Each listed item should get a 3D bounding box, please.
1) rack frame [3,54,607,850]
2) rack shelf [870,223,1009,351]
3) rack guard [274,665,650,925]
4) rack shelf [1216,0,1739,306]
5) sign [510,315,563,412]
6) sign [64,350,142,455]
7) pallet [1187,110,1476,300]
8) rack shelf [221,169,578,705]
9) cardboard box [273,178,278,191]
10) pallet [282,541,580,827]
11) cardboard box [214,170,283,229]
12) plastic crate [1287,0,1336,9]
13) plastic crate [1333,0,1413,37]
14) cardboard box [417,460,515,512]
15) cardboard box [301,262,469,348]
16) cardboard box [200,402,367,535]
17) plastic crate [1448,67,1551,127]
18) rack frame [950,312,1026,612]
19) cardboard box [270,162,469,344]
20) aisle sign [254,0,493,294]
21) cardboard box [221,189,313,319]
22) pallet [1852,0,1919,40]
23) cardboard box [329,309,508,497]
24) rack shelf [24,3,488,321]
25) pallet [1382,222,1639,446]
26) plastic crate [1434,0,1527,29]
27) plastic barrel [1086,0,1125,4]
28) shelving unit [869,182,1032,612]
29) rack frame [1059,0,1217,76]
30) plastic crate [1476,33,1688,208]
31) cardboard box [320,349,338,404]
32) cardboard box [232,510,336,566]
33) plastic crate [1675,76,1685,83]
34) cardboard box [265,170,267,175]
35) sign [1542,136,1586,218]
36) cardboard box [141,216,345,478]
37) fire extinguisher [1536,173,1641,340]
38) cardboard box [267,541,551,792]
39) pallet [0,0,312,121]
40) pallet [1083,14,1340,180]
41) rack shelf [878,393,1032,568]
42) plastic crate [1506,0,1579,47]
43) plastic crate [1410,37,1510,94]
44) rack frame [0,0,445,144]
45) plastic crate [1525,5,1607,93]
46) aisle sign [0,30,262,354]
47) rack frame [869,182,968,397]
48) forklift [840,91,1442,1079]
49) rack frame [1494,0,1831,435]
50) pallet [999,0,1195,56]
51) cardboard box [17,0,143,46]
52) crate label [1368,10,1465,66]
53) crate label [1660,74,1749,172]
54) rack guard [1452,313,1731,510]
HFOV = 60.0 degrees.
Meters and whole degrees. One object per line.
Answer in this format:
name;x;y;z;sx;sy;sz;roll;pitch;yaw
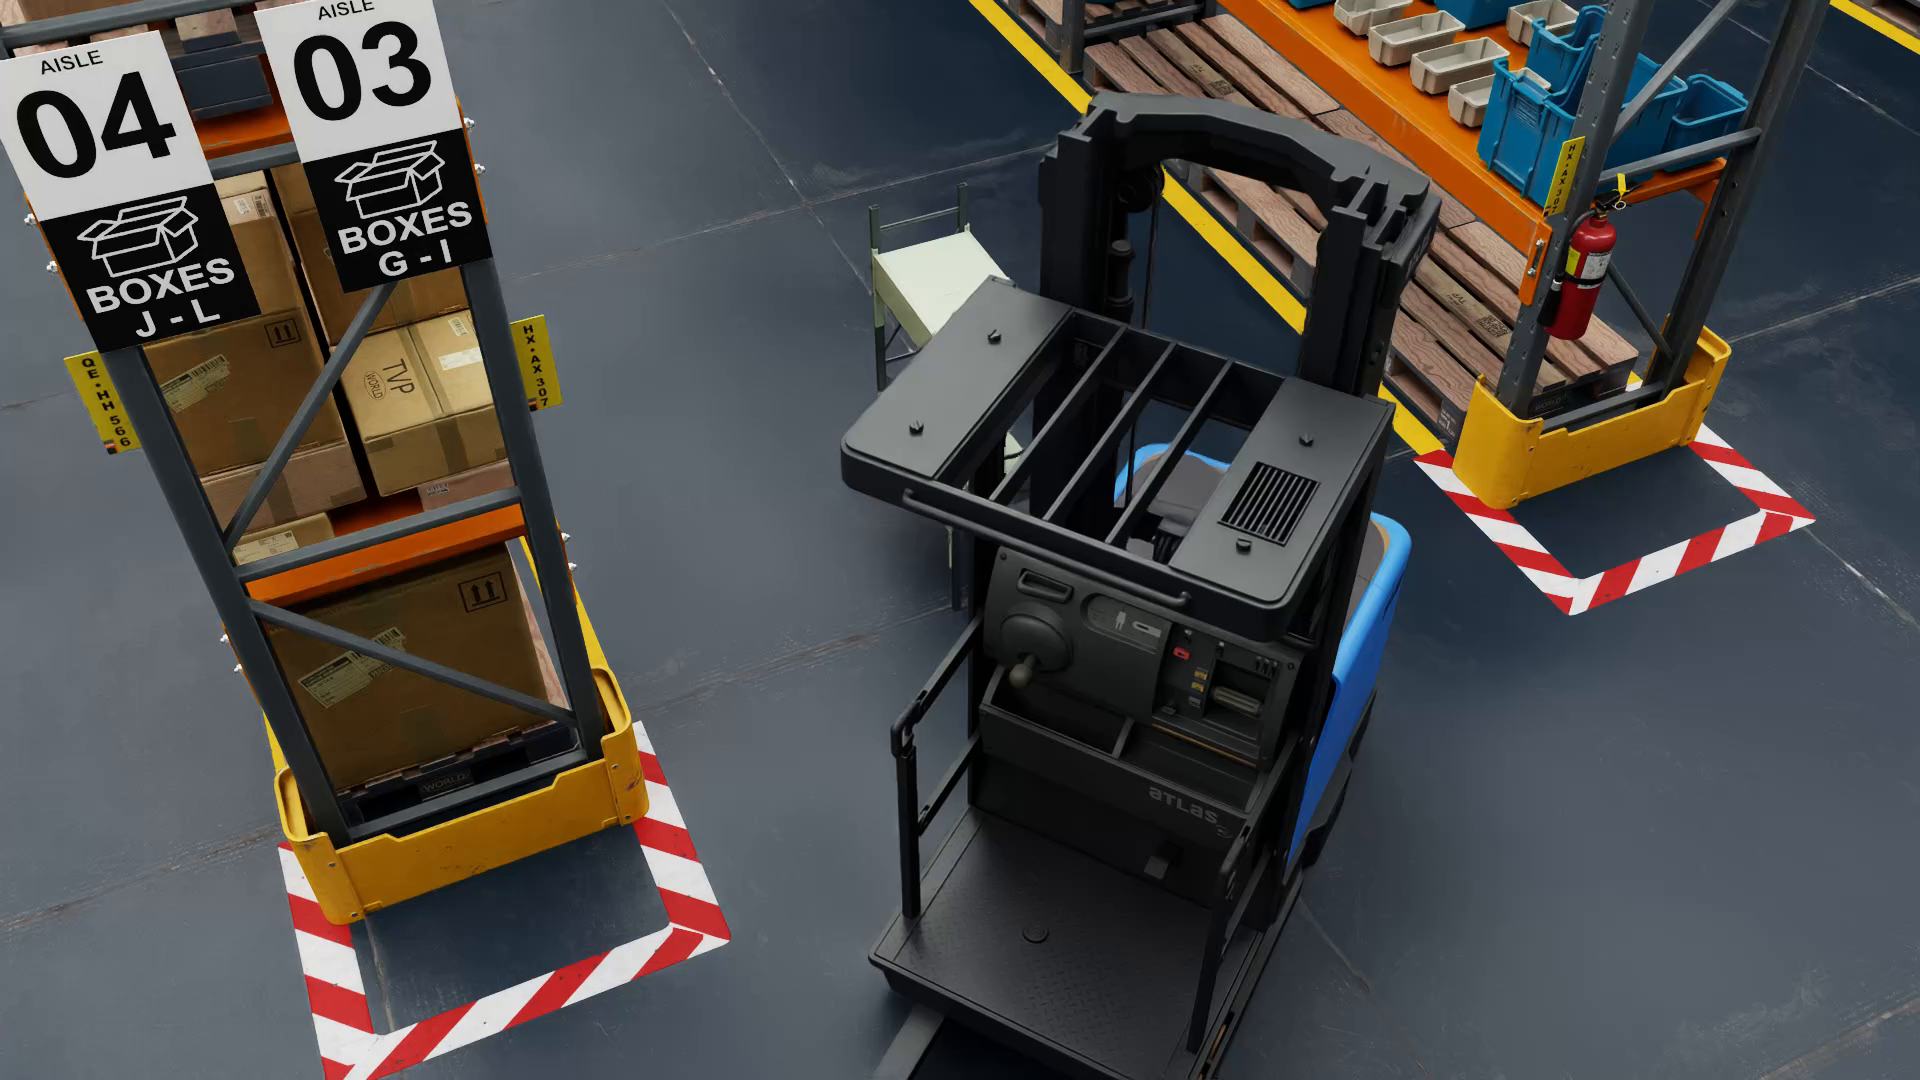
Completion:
rack frame;-1.734;-0.013;4.997;1.000;3.000;0.127;-18;47;-17
rack shelf;-0.003;-0.816;6.322;0.431;0.370;0.720;-18;47;-17
rack guard;-1.724;0.892;5.859;1.175;0.500;0.348;-18;47;-17
rack shelf;1.919;-2.495;8.024;1.077;0.370;4.000;-18;47;-17
sign;-1.228;-0.510;4.827;0.100;0.325;0.005;-18;47;-17
sign;-2.233;-0.359;4.354;0.100;0.325;0.005;-18;47;-17
pallet;1.939;-1.797;8.790;1.003;0.211;1.213;-18;47;-17
rack shelf;-2.575;-1.032;6.541;1.077;0.370;4.000;-18;47;-17
cardboard box;-2.125;-1.366;5.728;0.500;0.500;0.500;-19;48;-18
pallet;-2.142;0.493;6.469;1.003;0.211;1.213;-18;47;-17
cardboard box;-2.829;-1.275;6.170;0.500;0.250;0.500;-18;47;-17
plastic crate;1.663;-2.671;7.767;0.416;0.233;0.300;-18;47;-17
plastic crate;1.863;-2.412;7.573;0.298;0.136;0.250;-18;47;-17
cardboard box;-1.584;-0.248;5.413;0.380;0.149;0.250;-18;47;-17
cardboard box;-1.916;-0.781;5.670;0.500;0.250;0.500;-19;48;-18
cardboard box;-2.179;-0.296;5.179;0.500;0.250;0.500;-19;48;-18
plastic crate;2.252;-1.870;7.023;0.396;0.136;0.243;-18;47;-17
rack frame;0.151;-0.305;6.360;0.400;1.500;0.023;-18;47;-17
cardboard box;-1.901;-1.037;5.395;0.500;0.500;0.500;-19;48;-18
aisle sign;-1.432;-0.982;4.127;0.394;0.787;0.004;-18;47;-17
cardboard box;-2.606;-0.944;5.835;0.500;0.250;0.500;-20;48;-19
pallet;6.378;-3.276;10.289;1.003;0.211;1.213;-18;47;-17
cardboard box;-1.691;-0.452;5.336;0.500;0.250;0.500;-19;48;-18
rack shelf;-2.575;-2.100;5.488;1.077;0.370;4.000;-18;47;-17
pallet;2.448;-1.021;8.003;1.003;0.211;1.213;-18;47;-17
plastic crate;2.401;-2.532;7.625;0.416;0.233;0.300;-18;47;-17
plastic barrel;0.864;-3.779;10.009;0.600;0.901;0.708;-18;47;-17
shelving unit;-0.003;-0.538;6.596;0.431;1.500;0.755;-18;47;-17
rack frame;1.078;-4.025;9.063;1.000;3.000;0.127;-18;47;-17
plastic crate;2.449;-1.668;6.606;0.616;0.435;0.499;-18;47;-17
cardboard box;-2.392;-0.620;5.506;0.500;0.250;0.500;-19;48;-18
cardboard box;-2.183;-0.054;5.216;0.380;0.149;0.250;-17;47;-17
plastic crate;2.895;-1.887;7.041;0.250;0.136;0.298;-18;47;-17
cardboard box;-3.029;-1.591;6.491;0.500;0.250;0.500;-17;47;-16
sign;2.267;-1.361;6.247;0.100;0.325;0.005;-18;47;-17
cardboard box;-2.178;-0.566;4.918;0.500;0.500;0.500;-17;47;-17
fire extinguisher;2.411;-1.086;6.404;0.296;0.674;0.183;-18;47;-17
cardboard box;-2.076;0.209;5.985;0.875;0.875;0.875;-18;47;-17
pallet;-2.056;-1.519;4.450;1.003;0.211;1.213;-18;47;-17
pallet;1.422;-2.575;9.579;1.003;0.211;1.213;-18;47;-17
rack shelf;-0.003;-0.306;6.825;0.431;0.370;0.720;-18;47;-17
plastic crate;2.609;-2.319;7.479;0.250;0.136;0.298;-18;47;-17
plastic crate;2.144;-2.059;7.215;0.396;0.136;0.243;-18;47;-17
rack frame;-1.734;-2.149;2.890;1.000;3.000;0.127;-18;47;-17
plastic crate;2.678;-2.112;7.200;0.416;0.233;0.300;-18;47;-17
aisle sign;-1.976;-0.804;3.947;0.394;0.787;0.004;-18;47;-17
rack frame;-0.157;-0.771;6.833;0.400;1.500;0.023;-18;47;-17
forklift;0.404;0.418;4.609;1.130;2.935;3.031;21;48;20
rack frame;2.759;-1.476;6.479;1.000;3.000;0.127;-18;47;-17
pallet;0.791;-3.537;10.553;1.003;0.211;1.213;-18;47;-17
cardboard box;-2.002;-1.617;4.045;0.700;0.500;0.500;-21;48;-20
crate label;2.004;-2.229;7.387;0.396;0.136;0.243;-18;47;-17
crate label;2.954;-1.692;6.775;0.416;0.233;0.303;-18;47;-17
rack guard;2.781;-0.575;7.346;1.175;0.500;0.348;-18;47;-17
